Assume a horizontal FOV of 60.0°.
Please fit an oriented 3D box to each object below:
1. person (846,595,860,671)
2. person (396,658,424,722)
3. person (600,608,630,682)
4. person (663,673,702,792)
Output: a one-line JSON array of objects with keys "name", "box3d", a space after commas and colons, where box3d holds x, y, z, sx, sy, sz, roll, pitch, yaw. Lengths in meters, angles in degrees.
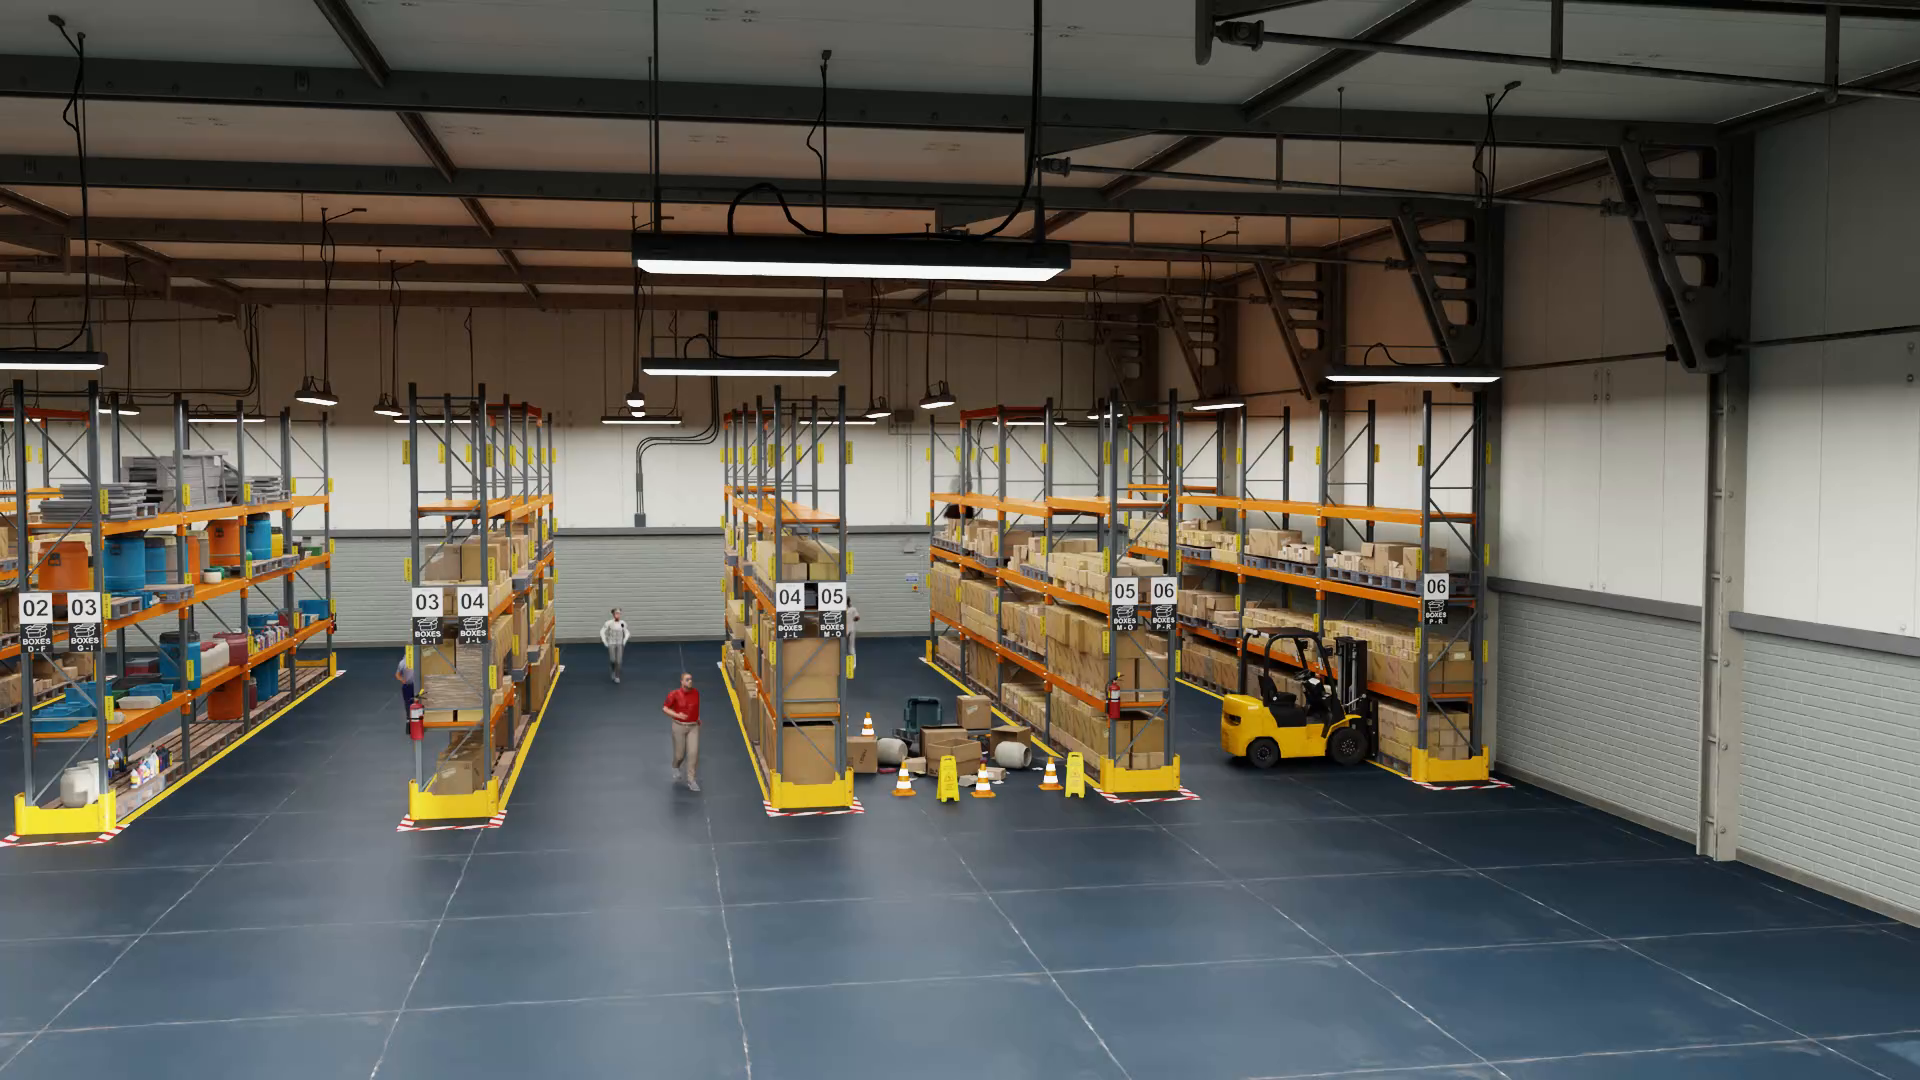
[{"name": "person", "box3d": [-2.475, 2.064, 36.826, 0.556, 1.687, 0.868, -1, 3, -26]}, {"name": "person", "box3d": [-9.771, 2.697, 29.764, 0.607, 1.639, 0.858, -1, 3, -20]}, {"name": "person", "box3d": [-7.586, 2.319, 36.677, 0.620, 1.660, 0.501, -1, 3, -22]}, {"name": "person", "box3d": [-4.174, 2.877, 25.126, 0.649, 1.741, 0.883, -2, 3, -31]}]
